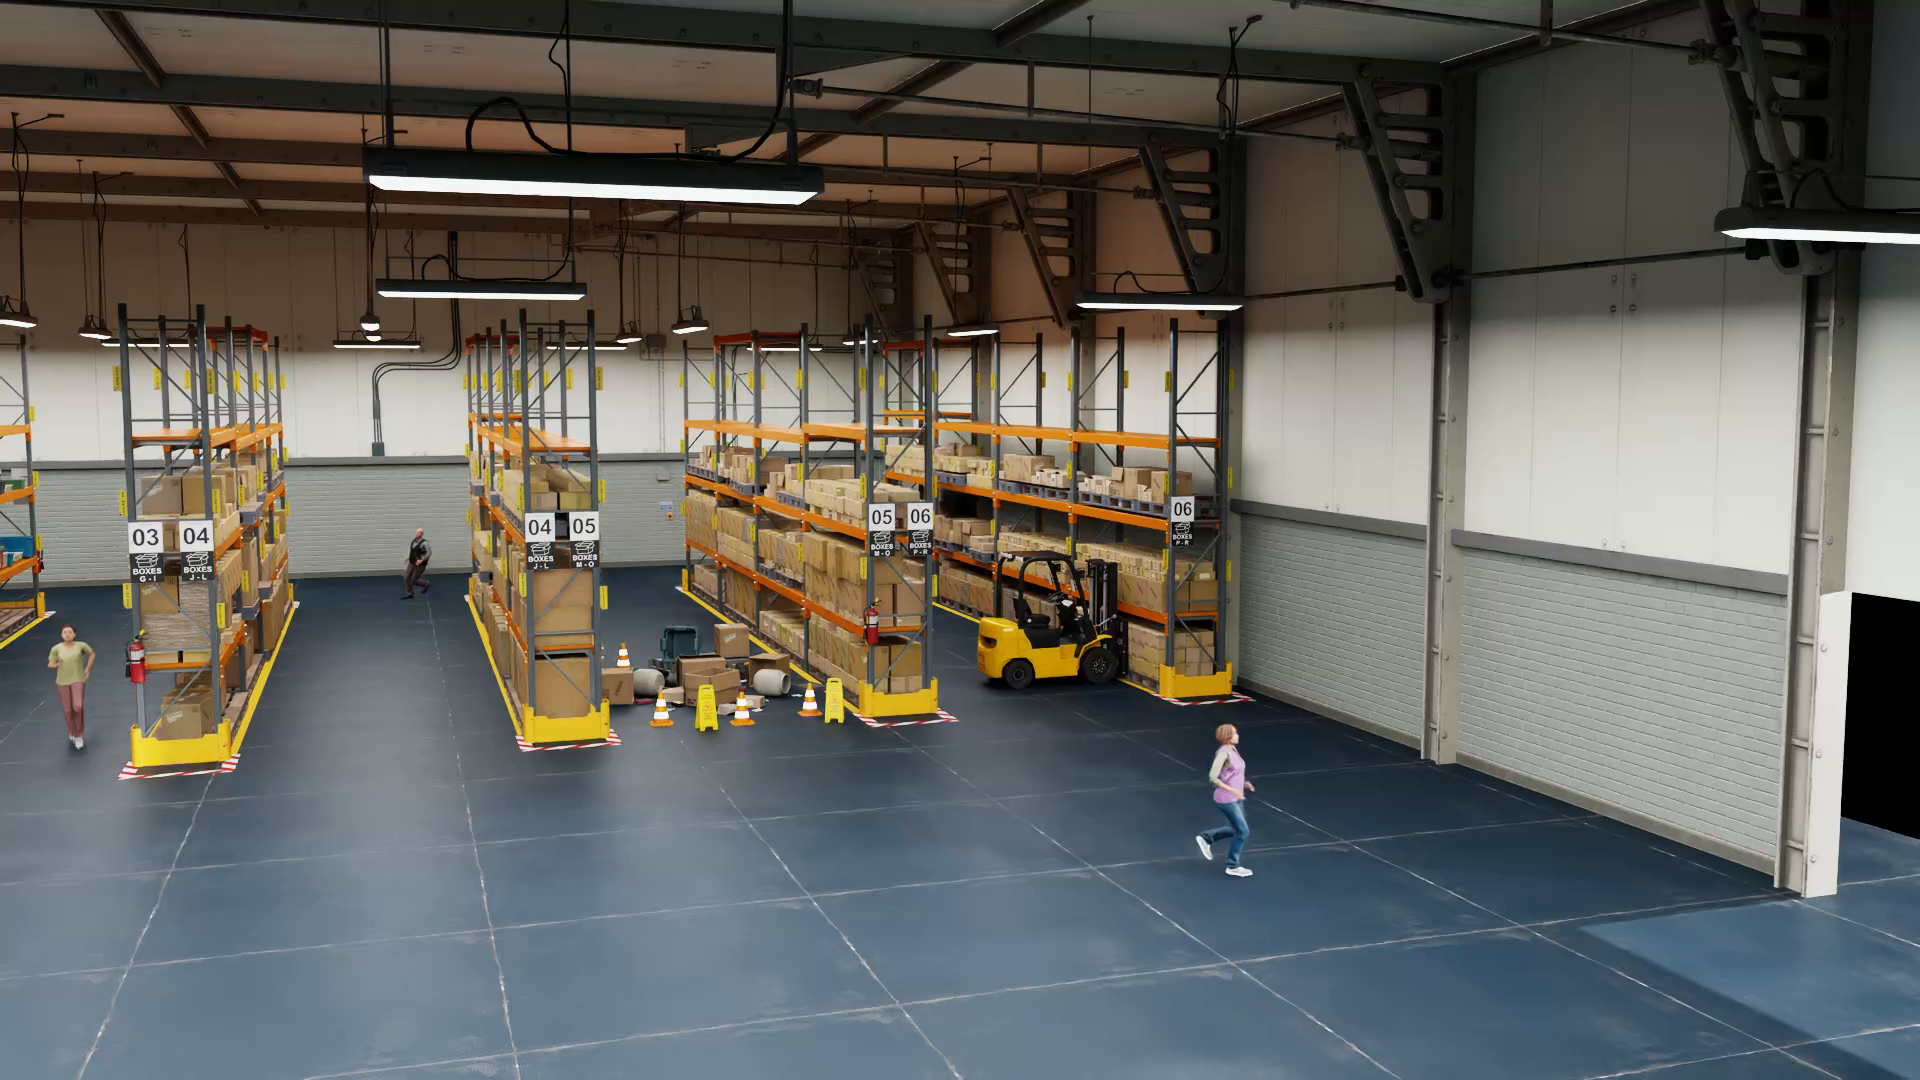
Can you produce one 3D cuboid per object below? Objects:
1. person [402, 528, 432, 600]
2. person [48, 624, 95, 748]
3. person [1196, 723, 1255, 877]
[{"bbox_3d":[-12.457,0.548,38.342,0.699,1.657,0.639,3,6,32],"label":"person"},{"bbox_3d":[-12.232,2.003,22.897,0.558,1.705,0.670,-2,6,-20],"label":"person"},{"bbox_3d":[2.682,2.629,16.900,0.608,1.549,0.536,2,6,25],"label":"person"}]
